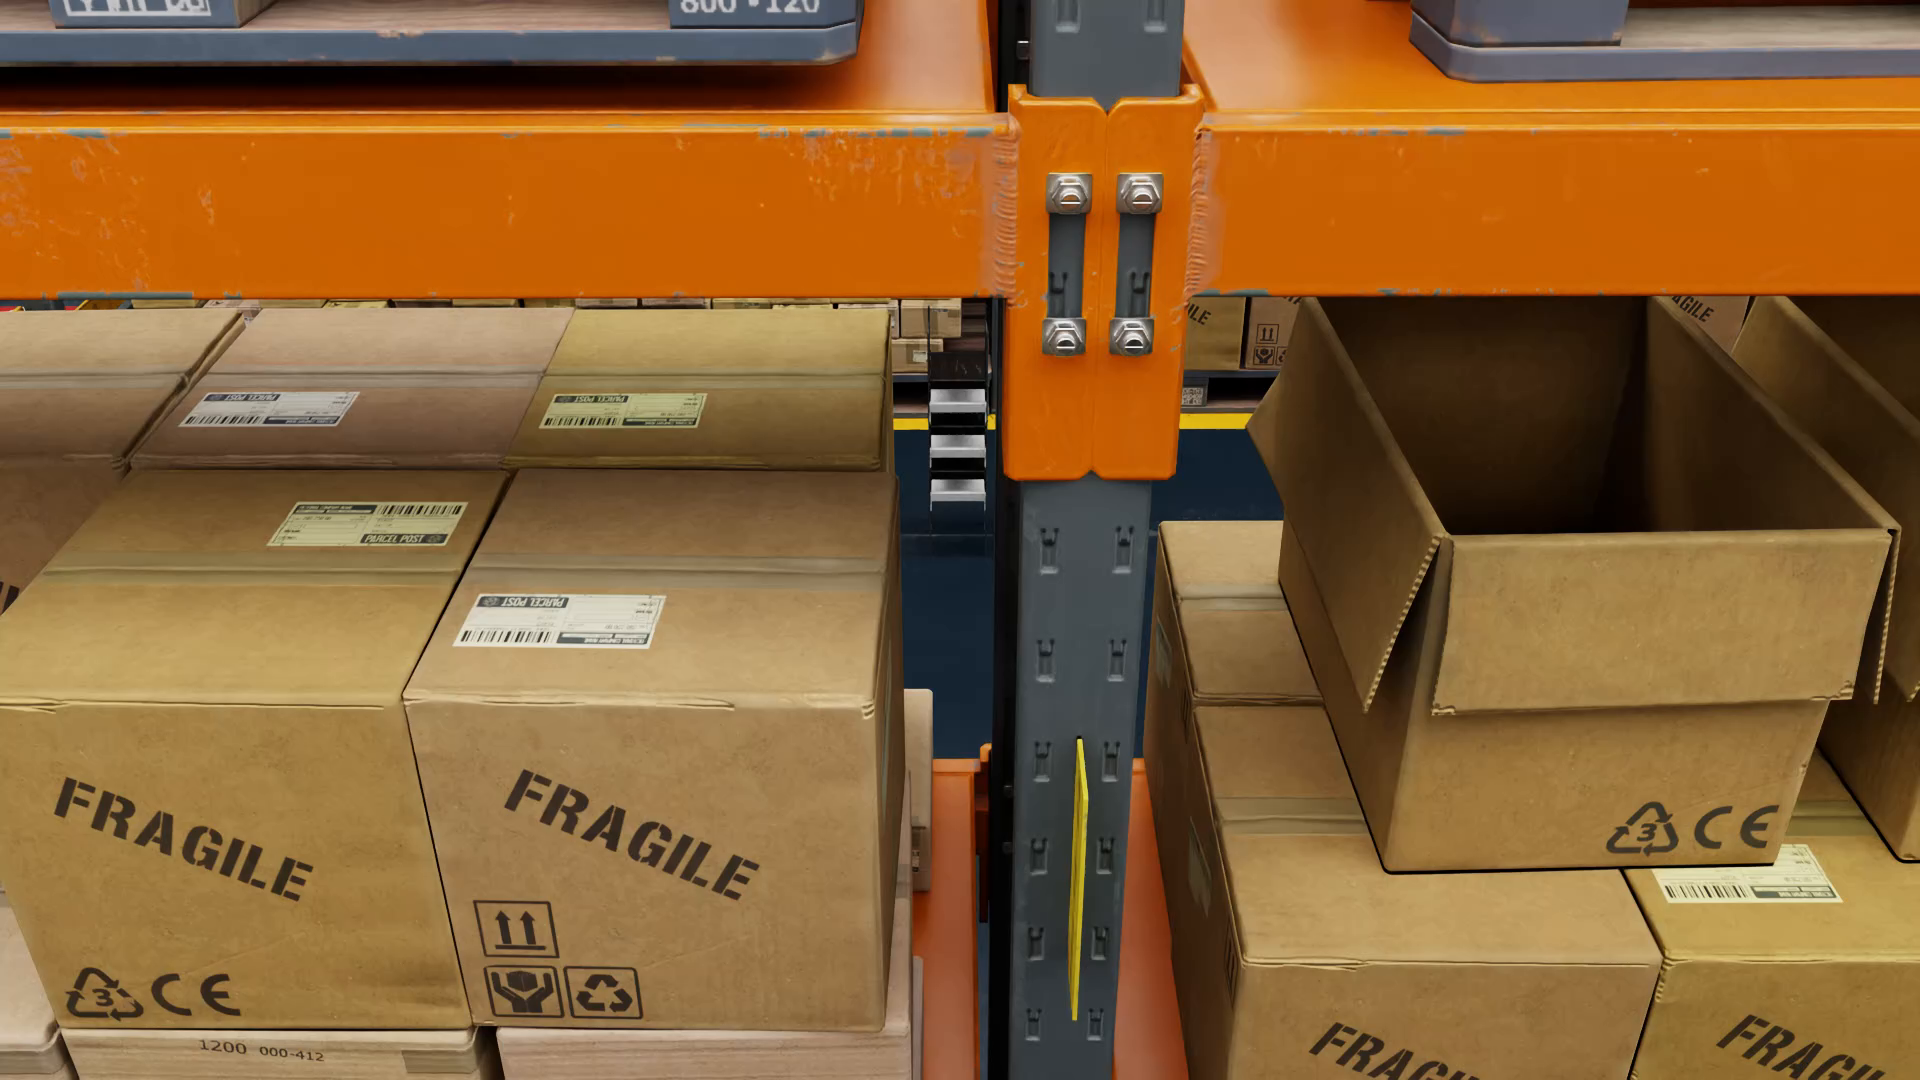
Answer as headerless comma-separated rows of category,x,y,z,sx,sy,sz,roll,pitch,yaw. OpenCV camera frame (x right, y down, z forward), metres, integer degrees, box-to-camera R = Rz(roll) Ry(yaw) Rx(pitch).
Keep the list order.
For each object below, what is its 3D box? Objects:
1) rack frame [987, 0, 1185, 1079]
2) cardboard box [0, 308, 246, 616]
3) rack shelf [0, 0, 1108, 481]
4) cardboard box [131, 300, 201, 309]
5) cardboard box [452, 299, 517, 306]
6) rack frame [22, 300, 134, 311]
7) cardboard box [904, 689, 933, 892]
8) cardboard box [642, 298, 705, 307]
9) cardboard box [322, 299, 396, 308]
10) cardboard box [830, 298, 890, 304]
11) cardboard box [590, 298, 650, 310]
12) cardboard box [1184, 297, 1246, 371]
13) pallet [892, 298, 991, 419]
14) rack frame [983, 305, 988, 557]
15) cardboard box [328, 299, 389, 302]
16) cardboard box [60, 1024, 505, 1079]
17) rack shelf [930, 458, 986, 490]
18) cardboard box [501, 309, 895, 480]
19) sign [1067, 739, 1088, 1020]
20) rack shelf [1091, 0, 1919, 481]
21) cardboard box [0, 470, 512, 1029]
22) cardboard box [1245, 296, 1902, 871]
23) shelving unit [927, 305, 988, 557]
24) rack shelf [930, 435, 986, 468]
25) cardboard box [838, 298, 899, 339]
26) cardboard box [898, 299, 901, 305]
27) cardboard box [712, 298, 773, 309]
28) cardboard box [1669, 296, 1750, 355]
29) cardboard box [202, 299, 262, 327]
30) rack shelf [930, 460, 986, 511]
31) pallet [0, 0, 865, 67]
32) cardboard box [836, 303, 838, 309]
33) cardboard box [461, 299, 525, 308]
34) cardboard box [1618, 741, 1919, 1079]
rack frame,0.124,0.491,2.549,0.053,2.616,0.949,0,31,0
cardboard box,-1.370,-0.020,2.527,0.500,0.500,0.500,-1,31,-2
rack shelf,-1.876,-0.476,1.944,4.000,0.370,1.077,0,31,0
cardboard box,-3.279,-1.108,6.955,0.250,0.149,0.380,-2,31,-3
cardboard box,-1.963,-1.123,6.978,0.250,0.149,0.380,0,31,0
rack frame,-3.805,-2.068,6.766,0.127,3.000,1.000,0,31,0
cardboard box,-0.174,0.429,2.894,0.250,0.149,0.380,0,31,0
cardboard box,-1.194,-1.124,6.981,0.250,0.149,0.380,-2,31,-3
cardboard box,-2.504,-0.987,7.041,0.250,0.149,0.380,1,31,1
cardboard box,-0.415,-1.138,7.003,0.250,0.149,0.380,0,31,0
cardboard box,-1.431,-1.034,7.119,0.250,0.149,0.380,-2,31,-3
cardboard box,0.935,-1.056,7.103,0.500,0.500,0.500,1,31,2
pallet,-0.477,-0.868,7.476,1.213,0.211,1.003,0,31,0
rack frame,0.094,-0.385,6.017,0.006,0.900,0.240,0,31,0
cardboard box,-2.504,-1.149,7.023,0.250,0.149,0.380,-2,31,-3
cardboard box,-0.834,0.570,2.276,0.500,0.250,0.500,1,31,1
rack shelf,-0.008,-0.279,6.081,0.200,0.077,0.258,0,31,0
cardboard box,-0.357,-0.022,2.529,0.500,0.500,0.500,0,31,0
sign,0.129,0.377,1.826,0.005,0.325,0.100,0,31,0
rack shelf,2.124,-0.488,1.965,4.000,0.370,1.077,0,31,0
cardboard box,-0.835,0.249,2.083,0.500,0.500,0.500,0,31,0
cardboard box,0.762,0.015,2.270,0.637,0.503,0.797,-1,31,-2
shelving unit,-0.008,-0.385,6.017,0.210,0.900,0.258,0,31,0
rack shelf,-0.008,-0.356,6.034,0.200,0.077,0.258,0,31,0
cardboard box,-0.389,-0.995,7.055,0.250,0.149,0.380,-2,31,-3
cardboard box,-0.171,-1.206,7.690,0.250,0.149,0.380,-1,31,-2
cardboard box,-0.908,-1.035,7.121,0.250,0.149,0.380,0,31,0
cardboard box,3.019,-1.066,7.121,0.500,0.500,0.500,1,31,2
cardboard box,-3.005,-0.996,7.056,0.250,0.149,0.380,0,31,-1
rack shelf,-0.008,-0.202,6.127,0.200,0.077,0.258,0,31,0
pallet,-0.695,-0.754,1.796,1.213,0.211,1.003,0,31,0
cardboard box,-0.456,-0.906,7.194,0.250,0.149,0.380,1,31,1
cardboard box,-1.968,-1.059,7.161,0.250,0.149,0.380,1,31,2
cardboard box,1.088,0.576,2.312,0.500,0.500,0.500,0,31,0
